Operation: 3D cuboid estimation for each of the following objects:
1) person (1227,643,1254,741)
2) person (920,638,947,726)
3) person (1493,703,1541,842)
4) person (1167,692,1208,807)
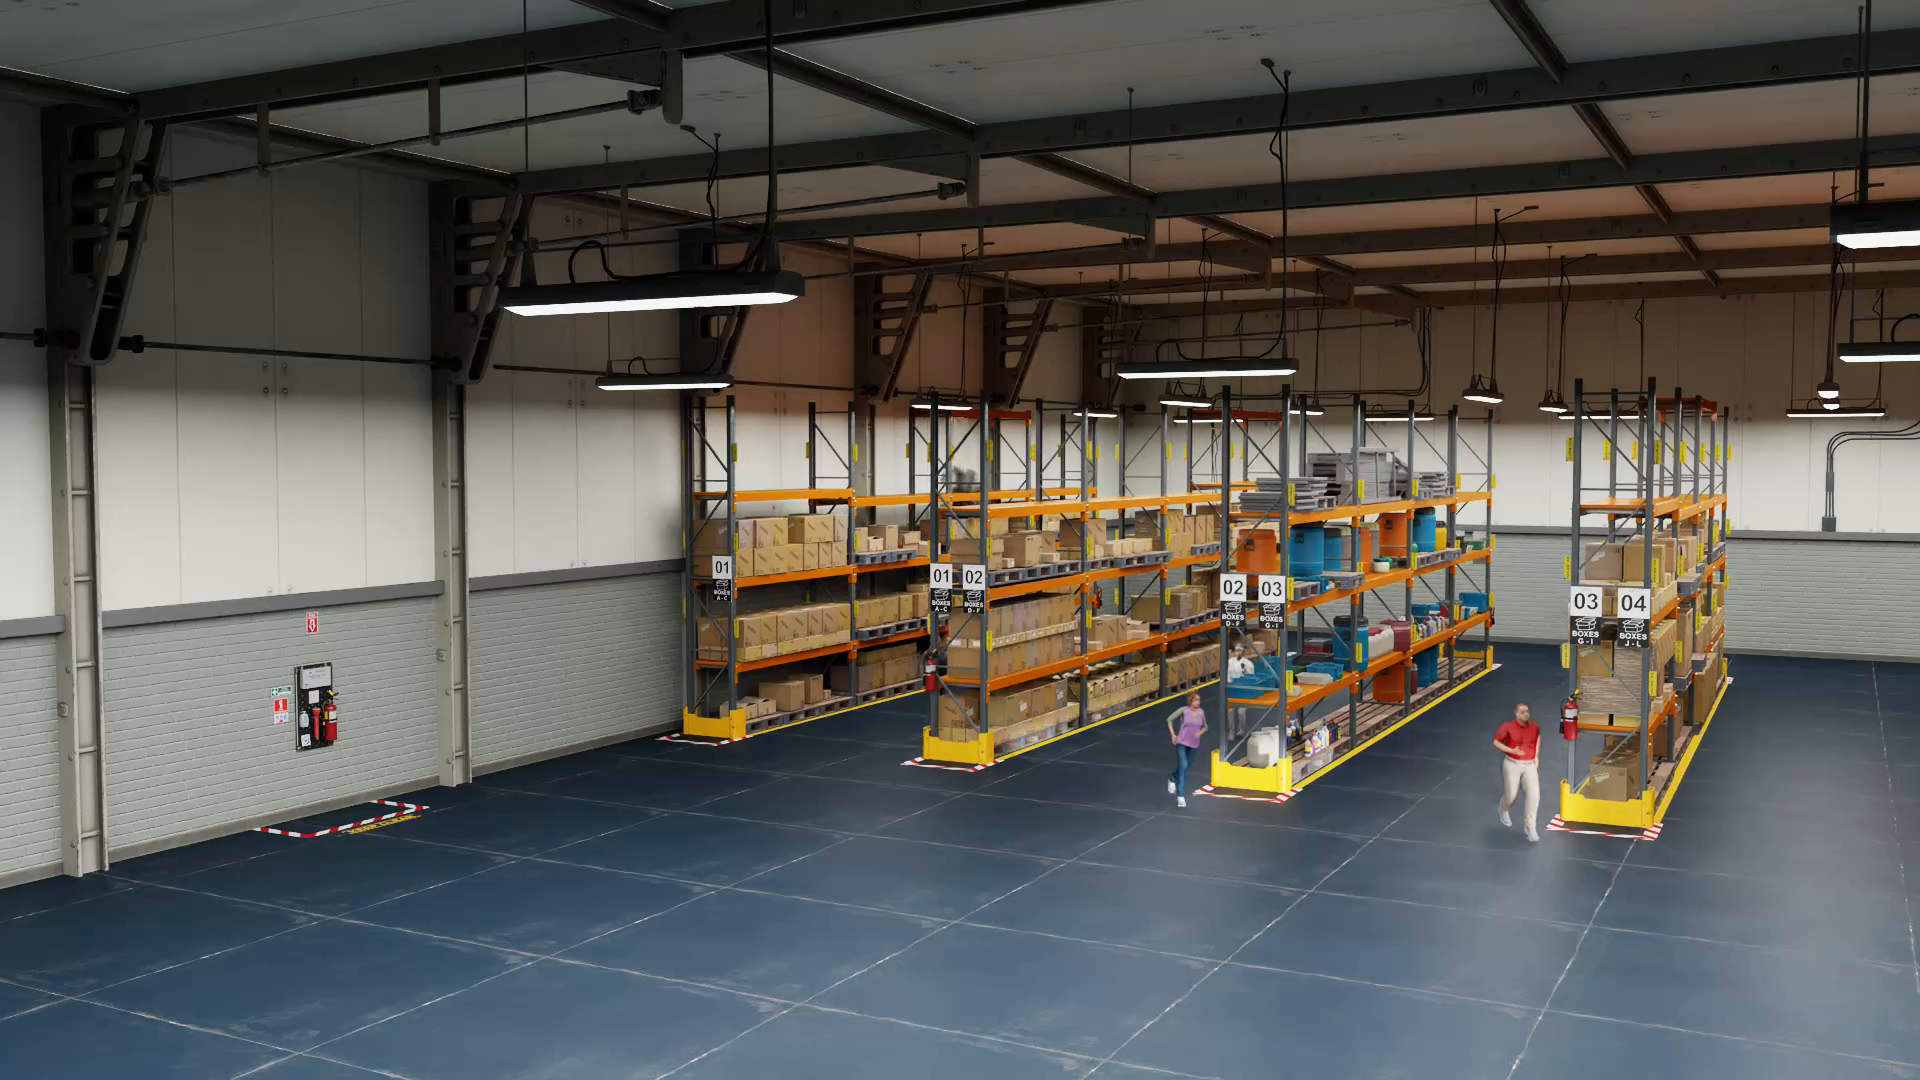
[{"bbox_3d":[4.842,2.645,28.959,0.588,1.727,0.714,1,3,21],"label":"person"},{"bbox_3d":[-0.434,2.597,30.060,0.642,1.711,1.004,2,3,27],"label":"person"},{"bbox_3d":[7.335,3.004,21.823,0.694,1.748,0.943,0,3,-3],"label":"person"},{"bbox_3d":[3.281,2.969,23.910,0.574,1.584,0.810,-1,3,-15],"label":"person"}]
